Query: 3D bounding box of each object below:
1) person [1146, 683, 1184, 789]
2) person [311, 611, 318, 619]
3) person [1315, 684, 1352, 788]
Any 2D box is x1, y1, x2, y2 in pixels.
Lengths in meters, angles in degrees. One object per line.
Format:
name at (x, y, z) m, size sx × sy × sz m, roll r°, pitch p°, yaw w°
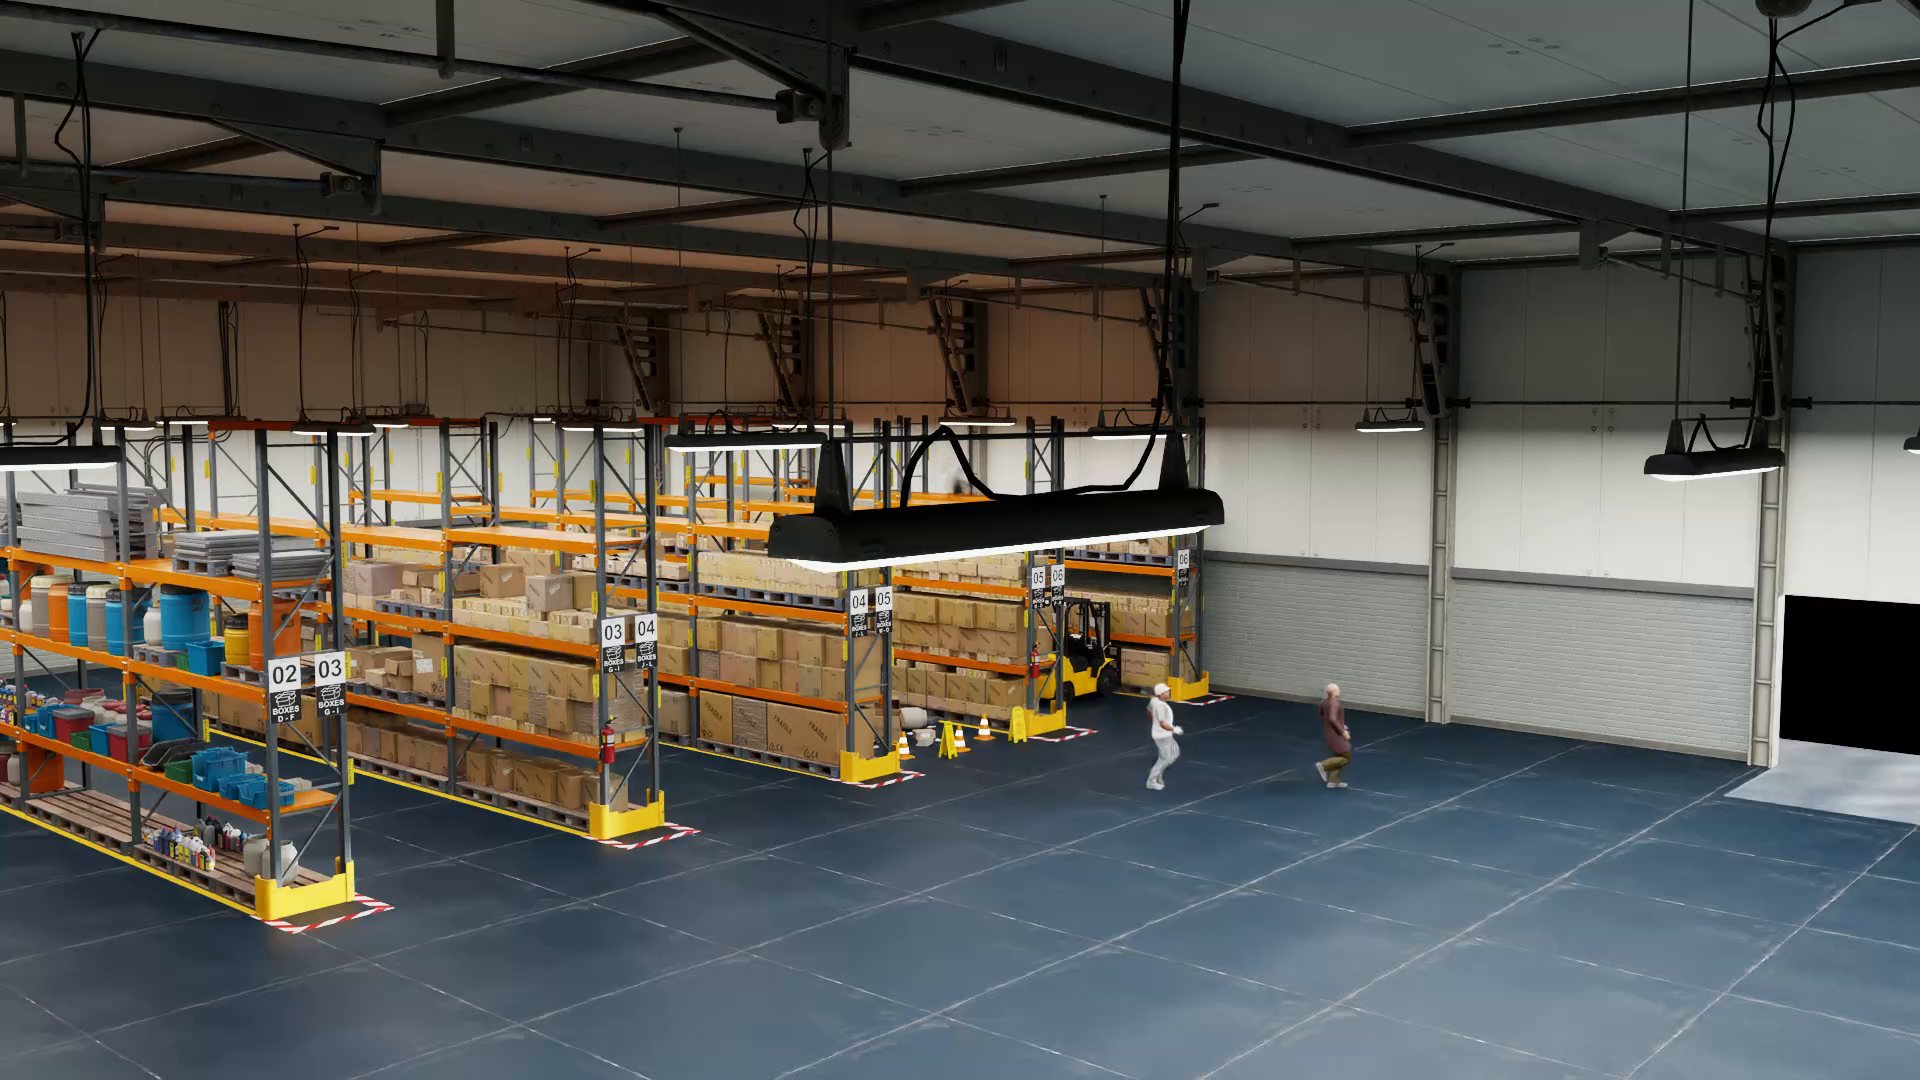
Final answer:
person at (3.347, 3.196, 27.192) m, size 0.590 × 1.736 × 0.695 m, roll 0°, pitch 5°, yaw 0°
person at (-14.859, 2.342, 38.399) m, size 0.638 × 1.602 × 0.801 m, roll -1°, pitch 5°, yaw -6°
person at (6.090, 3.207, 27.221) m, size 0.640 × 1.727 × 0.707 m, roll -1°, pitch 5°, yaw -9°
